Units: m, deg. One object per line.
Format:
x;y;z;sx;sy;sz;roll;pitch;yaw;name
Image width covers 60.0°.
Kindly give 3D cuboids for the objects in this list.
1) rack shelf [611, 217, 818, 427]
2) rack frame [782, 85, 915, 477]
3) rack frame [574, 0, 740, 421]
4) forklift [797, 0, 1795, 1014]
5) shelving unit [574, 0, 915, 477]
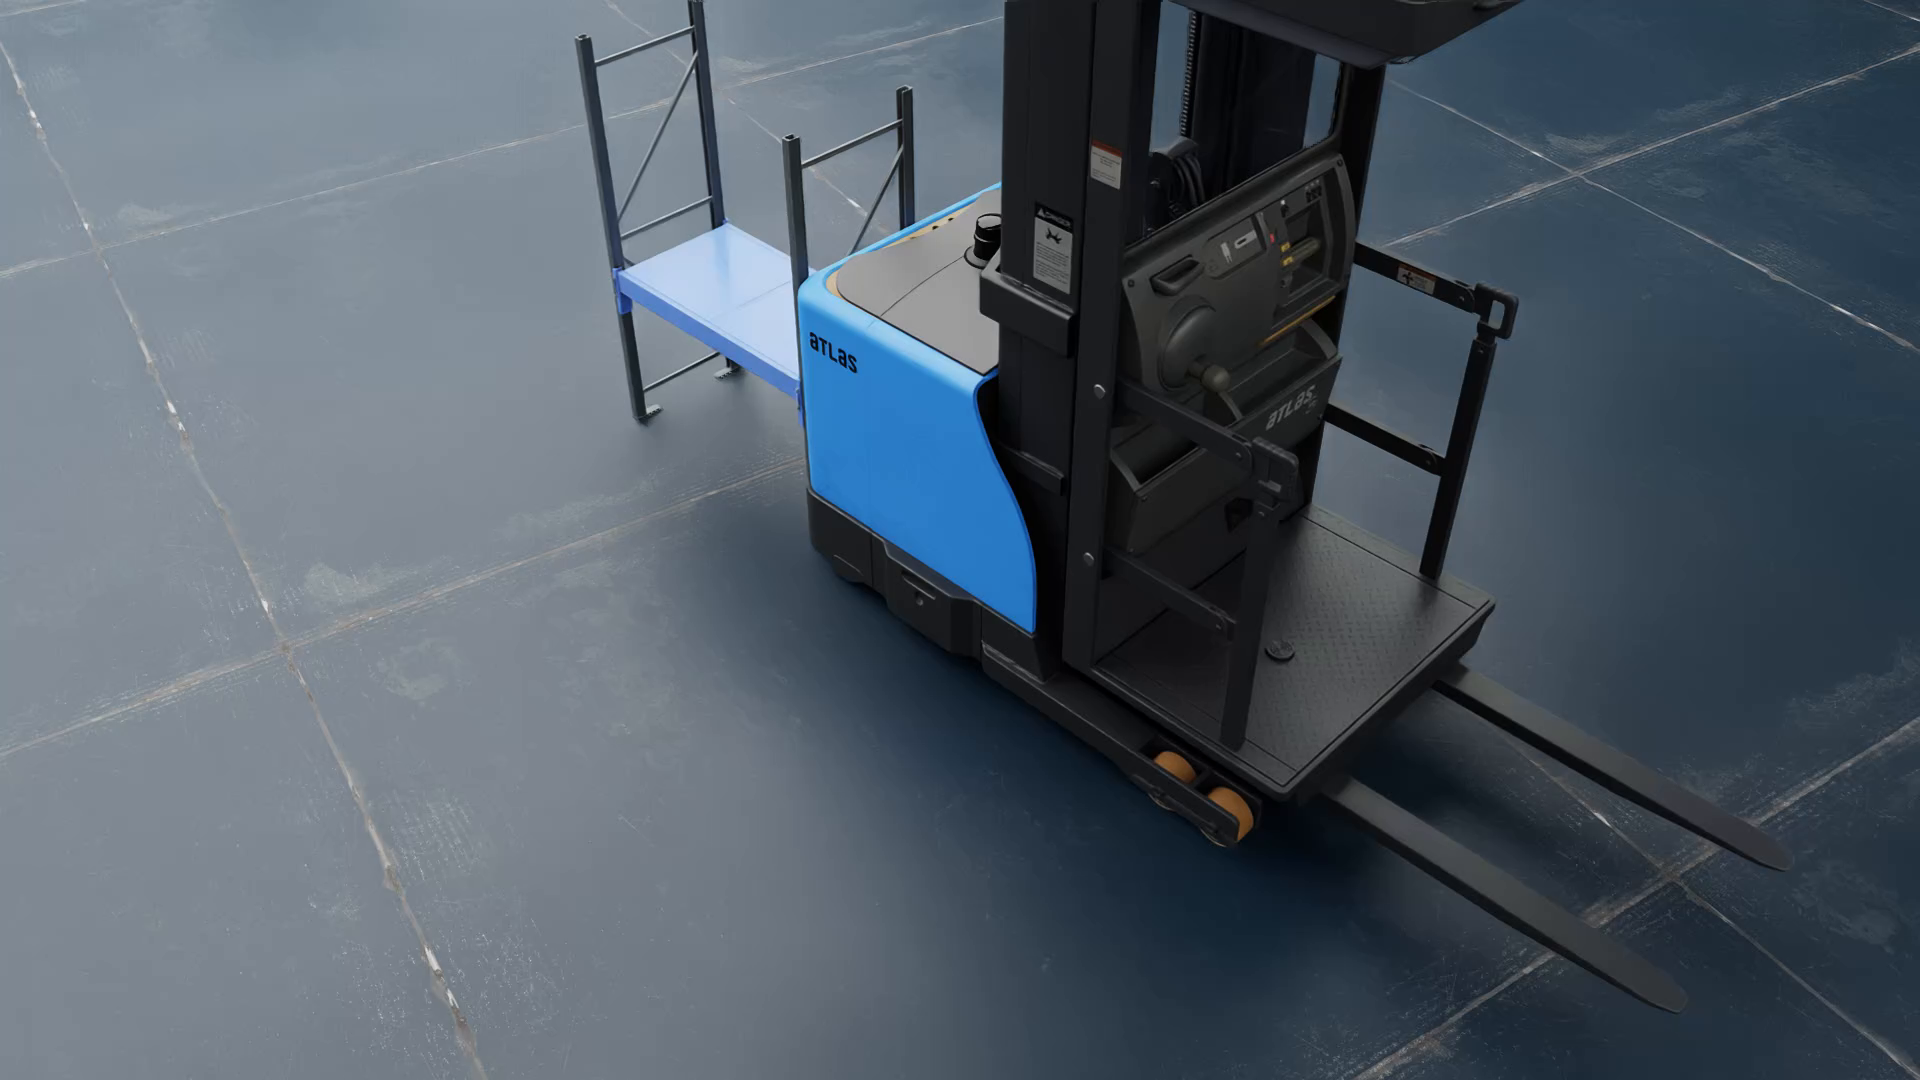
-0.692;-0.781;5.797;1.000;0.185;0.538;32;49;33;rack shelf
-0.329;-0.691;5.408;0.032;1.500;0.500;32;49;33;rack frame
-1.054;-1.147;5.955;0.032;1.500;0.500;32;49;33;rack frame
0.894;-0.639;4.227;3.031;2.935;1.130;32;49;33;forklift
-0.692;-0.919;5.682;1.048;1.500;0.538;32;49;33;shelving unit
